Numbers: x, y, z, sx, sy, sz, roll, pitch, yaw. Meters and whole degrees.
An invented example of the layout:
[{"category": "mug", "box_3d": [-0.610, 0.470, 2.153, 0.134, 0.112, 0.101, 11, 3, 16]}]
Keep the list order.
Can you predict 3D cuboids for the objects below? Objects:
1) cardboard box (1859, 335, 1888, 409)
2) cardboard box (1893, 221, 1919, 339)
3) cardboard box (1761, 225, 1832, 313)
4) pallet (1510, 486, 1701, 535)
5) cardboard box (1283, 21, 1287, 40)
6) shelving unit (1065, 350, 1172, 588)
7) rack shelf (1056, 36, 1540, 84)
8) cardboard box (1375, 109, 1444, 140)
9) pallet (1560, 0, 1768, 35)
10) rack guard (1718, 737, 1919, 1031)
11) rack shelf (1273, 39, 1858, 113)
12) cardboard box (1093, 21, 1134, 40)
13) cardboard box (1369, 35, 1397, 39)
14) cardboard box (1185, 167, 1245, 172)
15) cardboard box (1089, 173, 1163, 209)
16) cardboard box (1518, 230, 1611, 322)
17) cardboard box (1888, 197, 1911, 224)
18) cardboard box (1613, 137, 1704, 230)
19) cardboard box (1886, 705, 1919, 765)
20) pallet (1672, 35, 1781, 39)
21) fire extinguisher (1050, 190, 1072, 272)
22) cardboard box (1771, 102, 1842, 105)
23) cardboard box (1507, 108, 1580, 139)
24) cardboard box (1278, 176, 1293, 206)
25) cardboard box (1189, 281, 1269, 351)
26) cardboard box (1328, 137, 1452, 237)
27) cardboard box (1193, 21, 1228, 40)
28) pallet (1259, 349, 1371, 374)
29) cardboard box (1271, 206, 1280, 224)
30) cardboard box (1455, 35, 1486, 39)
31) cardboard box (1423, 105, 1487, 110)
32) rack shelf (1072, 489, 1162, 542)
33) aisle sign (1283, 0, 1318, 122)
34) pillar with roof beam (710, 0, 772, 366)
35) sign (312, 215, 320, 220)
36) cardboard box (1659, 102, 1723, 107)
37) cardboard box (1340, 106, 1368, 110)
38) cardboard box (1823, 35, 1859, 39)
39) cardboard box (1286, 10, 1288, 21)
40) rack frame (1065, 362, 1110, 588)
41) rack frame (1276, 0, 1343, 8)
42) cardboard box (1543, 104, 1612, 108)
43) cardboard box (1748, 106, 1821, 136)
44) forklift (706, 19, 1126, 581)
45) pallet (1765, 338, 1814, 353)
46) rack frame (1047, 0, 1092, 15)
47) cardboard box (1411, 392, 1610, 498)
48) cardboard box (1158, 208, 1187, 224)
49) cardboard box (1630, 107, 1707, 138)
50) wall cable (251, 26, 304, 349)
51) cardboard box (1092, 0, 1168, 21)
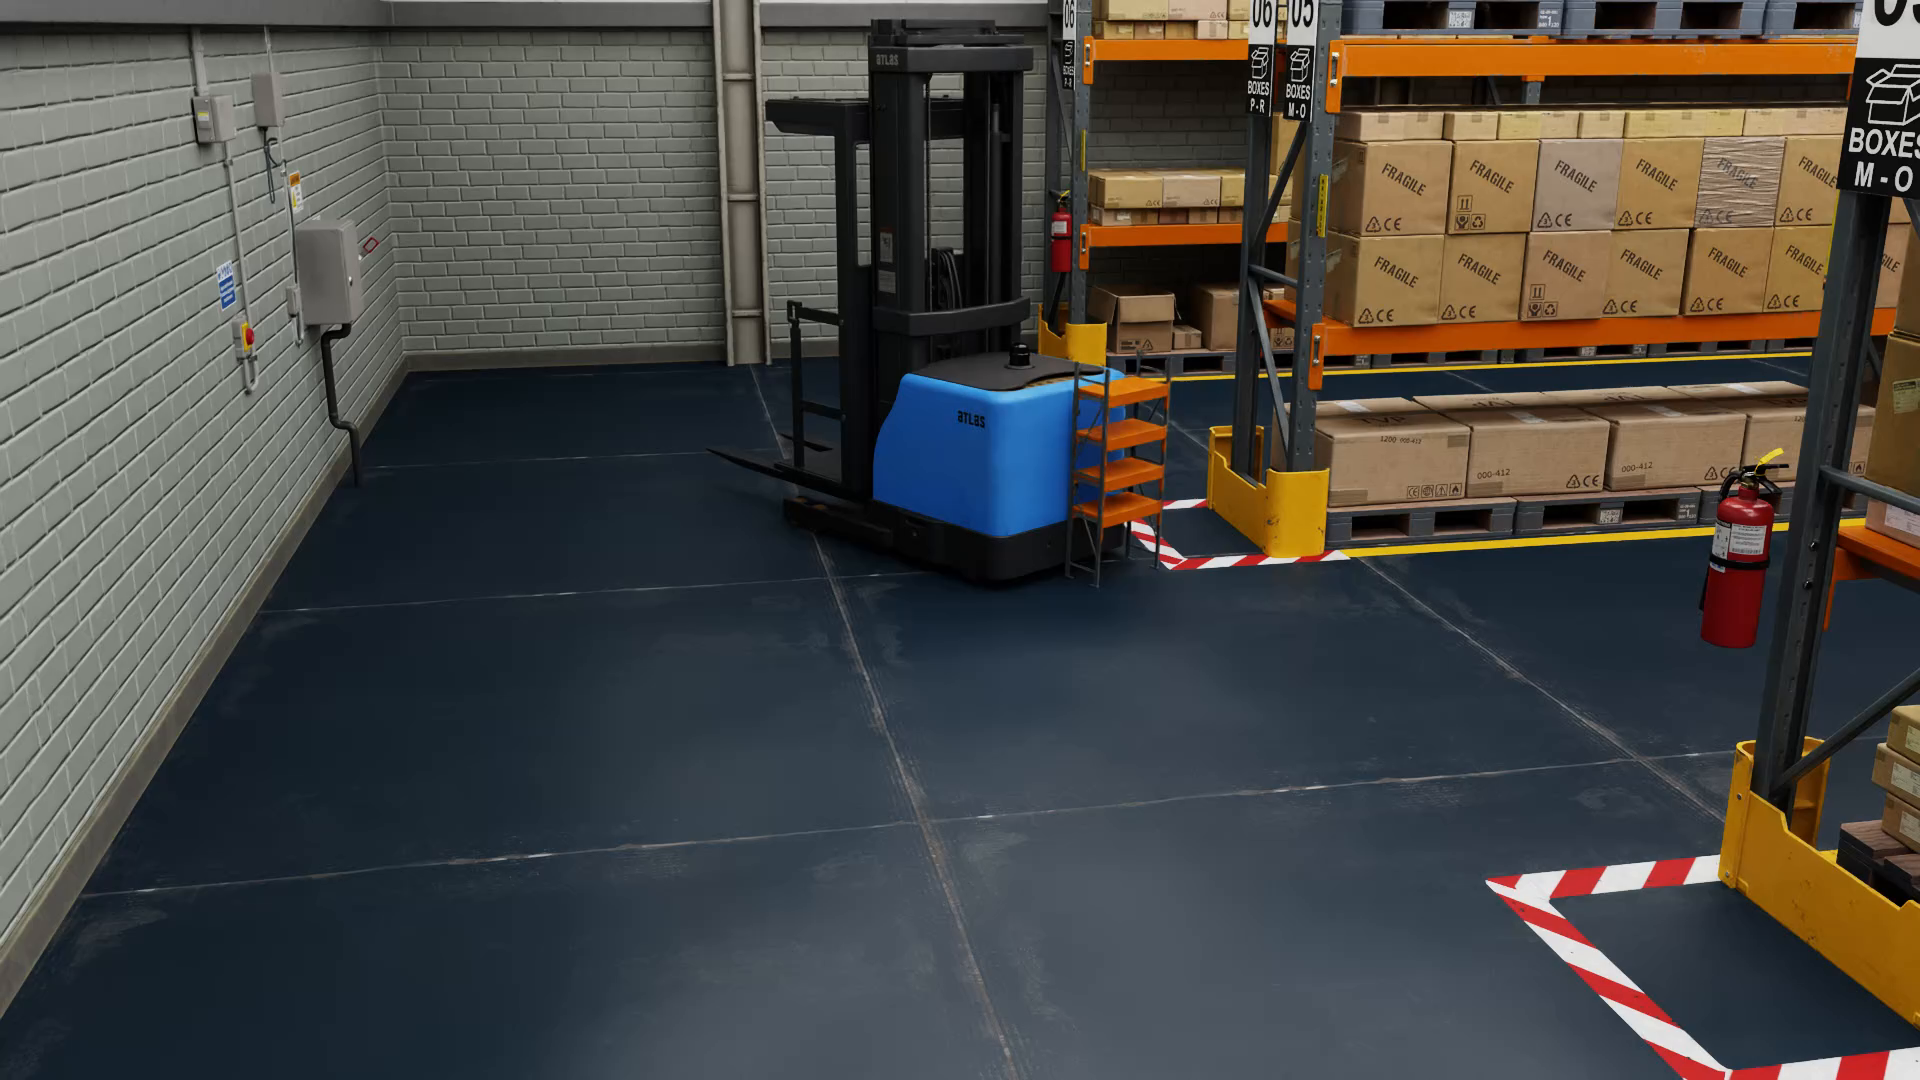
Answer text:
[{"category": "cardboard box", "box_3d": [6.370, -0.971, 10.769, 0.875, 0.875, 0.875, -3, 17, -9]}, {"category": "cardboard box", "box_3d": [3.289, -0.850, 5.090, 0.500, 0.500, 0.500, -4, 17, -12]}, {"category": "cardboard box", "box_3d": [4.865, -1.647, 9.894, 0.500, 0.500, 0.500, -4, 17, -12]}, {"category": "pallet", "box_3d": [3.815, -0.307, 10.452, 1.213, 0.211, 1.003, -3, 17, -10]}, {"category": "cardboard box", "box_3d": [2.784, -4.259, 13.887, 0.250, 0.149, 0.380, -3, 17, -10]}, {"category": "shelving unit", "box_3d": [0.857, -0.388, 9.016, 0.503, 1.200, 0.258, -15, 25, -40]}, {"category": "rack shelf", "box_3d": [2.867, -4.138, 14.292, 4.000, 0.370, 1.077, -3, 17, -10]}, {"category": "cardboard box", "box_3d": [2.494, -2.317, 9.268, 0.250, 0.149, 0.380, -3, 17, -9]}, {"category": "pallet", "box_3d": [3.776, -3.011, 9.547, 1.213, 0.211, 1.003, -3, 17, -10]}, {"category": "rack guard", "box_3d": [2.962, 1.106, 5.359, 0.348, 0.500, 1.175, -3, 17, -10]}, {"category": "rack shelf", "box_3d": [3.813, -2.707, 9.634, 4.000, 0.370, 1.077, -3, 17, -10]}, {"category": "cardboard box", "box_3d": [1.261, -4.201, 13.700, 0.250, 0.149, 0.380, -3, 17, -9]}, {"category": "cardboard box", "box_3d": [3.518, -4.324, 14.100, 0.250, 0.149, 0.380, -3, 17, -9]}, {"category": "cardboard box", "box_3d": [2.299, -3.164, 14.753, 0.500, 0.250, 0.500, -3, 17, -9]}, {"category": "cardboard box", "box_3d": [1.400, -2.955, 14.072, 0.500, 0.250, 0.500, -3, 17, -10]}, {"category": "cardboard box", "box_3d": [3.369, -1.557, 9.602, 0.500, 0.500, 0.500, -3, 17, -11]}, {"category": "cardboard box", "box_3d": [5.365, -2.149, 9.825, 0.500, 0.500, 0.500, -3, 17, -11]}, {"category": "cardboard box", "box_3d": [3.874, -2.066, 9.556, 0.500, 0.500, 0.500, -3, 17, -10]}, {"category": "cardboard box", "box_3d": [3.359, 0.691, 5.582, 0.250, 0.149, 0.380, -3, 17, -10]}, {"category": "pallet", "box_3d": [6.502, -4.578, 14.820, 1.003, 0.211, 1.213, -3, 17, -10]}, {"category": "fire extinguisher", "box_3d": [0.847, -2.580, 13.870, 0.183, 0.674, 0.296, -3, 17, -10]}, {"category": "cardboard box", "box_3d": [5.169, -2.603, 10.199, 0.250, 0.149, 0.380, -3, 17, -10]}, {"category": "cardboard box", "box_3d": [3.274, -2.348, 9.369, 0.250, 0.149, 0.380, -3, 17, -10]}, {"category": "cardboard box", "box_3d": [2.890, -3.047, 14.371, 0.500, 0.250, 0.500, -4, 17, -12]}, {"category": "cardboard box", "box_3d": [2.369, -1.986, 14.710, 0.500, 0.500, 0.700, -3, 17, -8]}, {"category": "cardboard box", "box_3d": [2.374, -1.976, 9.264, 0.500, 0.500, 0.500, -4, 17, -12]}, {"category": "cardboard box", "box_3d": [2.032, -4.217, 13.751, 0.250, 0.149, 0.380, -3, 17, -9]}, {"category": "pallet", "box_3d": [2.956, -1.719, 15.051, 1.213, 0.211, 1.003, -3, 17, -10]}, {"category": "cardboard box", "box_3d": [2.553, -2.813, 14.290, 0.250, 0.149, 0.380, -4, 17, -12]}, {"category": "cardboard box", "box_3d": [4.293, -4.355, 14.202, 0.250, 0.149, 0.380, -3, 17, -11]}, {"category": "cardboard box", "box_3d": [2.901, -2.481, 9.804, 0.250, 0.149, 0.380, -3, 17, -9]}, {"category": "rack shelf", "box_3d": [0.850, -0.136, 9.100, 0.480, 0.148, 0.258, -15, 25, -40]}, {"category": "aisle sign", "box_3d": [1.833, -2.661, 8.939, 0.004, 0.787, 0.394, -3, 17, -10]}, {"category": "pillar with roof beam", "box_3d": [-1.098, -4.673, 9.700, 0.400, 9.000, 9.100, -3, 17, -10]}, {"category": "sign", "box_3d": [-4.235, -1.884, 11.000, 0.001, 0.494, 0.329, -3, 17, -10]}, {"category": "cardboard box", "box_3d": [4.404, -2.574, 10.105, 0.250, 0.149, 0.380, -4, 17, -12]}, {"category": "cardboard box", "box_3d": [2.163, -2.420, 9.602, 0.250, 0.149, 0.380, -3, 17, -10]}, {"category": "cardboard box", "box_3d": [7.807, -4.618, 14.884, 0.500, 0.250, 0.500, -3, 17, -10]}, {"category": "cardboard box", "box_3d": [2.895, -4.482, 13.934, 0.500, 0.250, 0.500, -4, 17, -11]}, {"category": "rack frame", "box_3d": [0.676, -0.340, 8.859, 0.015, 1.200, 0.240, -15, 25, -40]}, {"category": "rack frame", "box_3d": [1.849, -4.374, 8.725, 0.127, 3.000, 1.000, -3, 17, -10]}, {"category": "cardboard box", "box_3d": [3.667, -2.516, 9.915, 0.250, 0.149, 0.380, -3, 17, -9]}, {"category": "cardboard box", "box_3d": [4.763, -2.442, 9.675, 0.250, 0.149, 0.380, -3, 17, -11]}, {"category": "forklift", "box_3d": [-0.423, -1.538, 9.827, 1.130, 2.935, 3.031, -15, 23, -40]}, {"category": "pallet", "box_3d": [8.018, -2.019, 16.024, 1.213, 0.211, 1.003, -3, 17, -10]}, {"category": "rack frame", "box_3d": [0.904, -5.804, 13.383, 0.127, 3.000, 1.000, -3, 17, -10]}, {"category": "cardboard box", "box_3d": [3.375, -0.601, 10.308, 0.875, 0.438, 0.875, -3, 17, -9]}, {"category": "cardboard box", "box_3d": [1.771, -2.808, 14.273, 0.250, 0.149, 0.380, -3, 17, -11]}, {"category": "cardboard box", "box_3d": [4.029, -2.385, 9.489, 0.250, 0.149, 0.380, -3, 17, -10]}, {"category": "wall cable", "box_3d": [-3.963, -2.079, 9.741, 0.122, 1.984, 0.588, -3, 17, -10]}, {"category": "cardboard box", "box_3d": [1.391, -4.387, 13.626, 0.500, 0.250, 0.500, -3, 17, -11]}]
